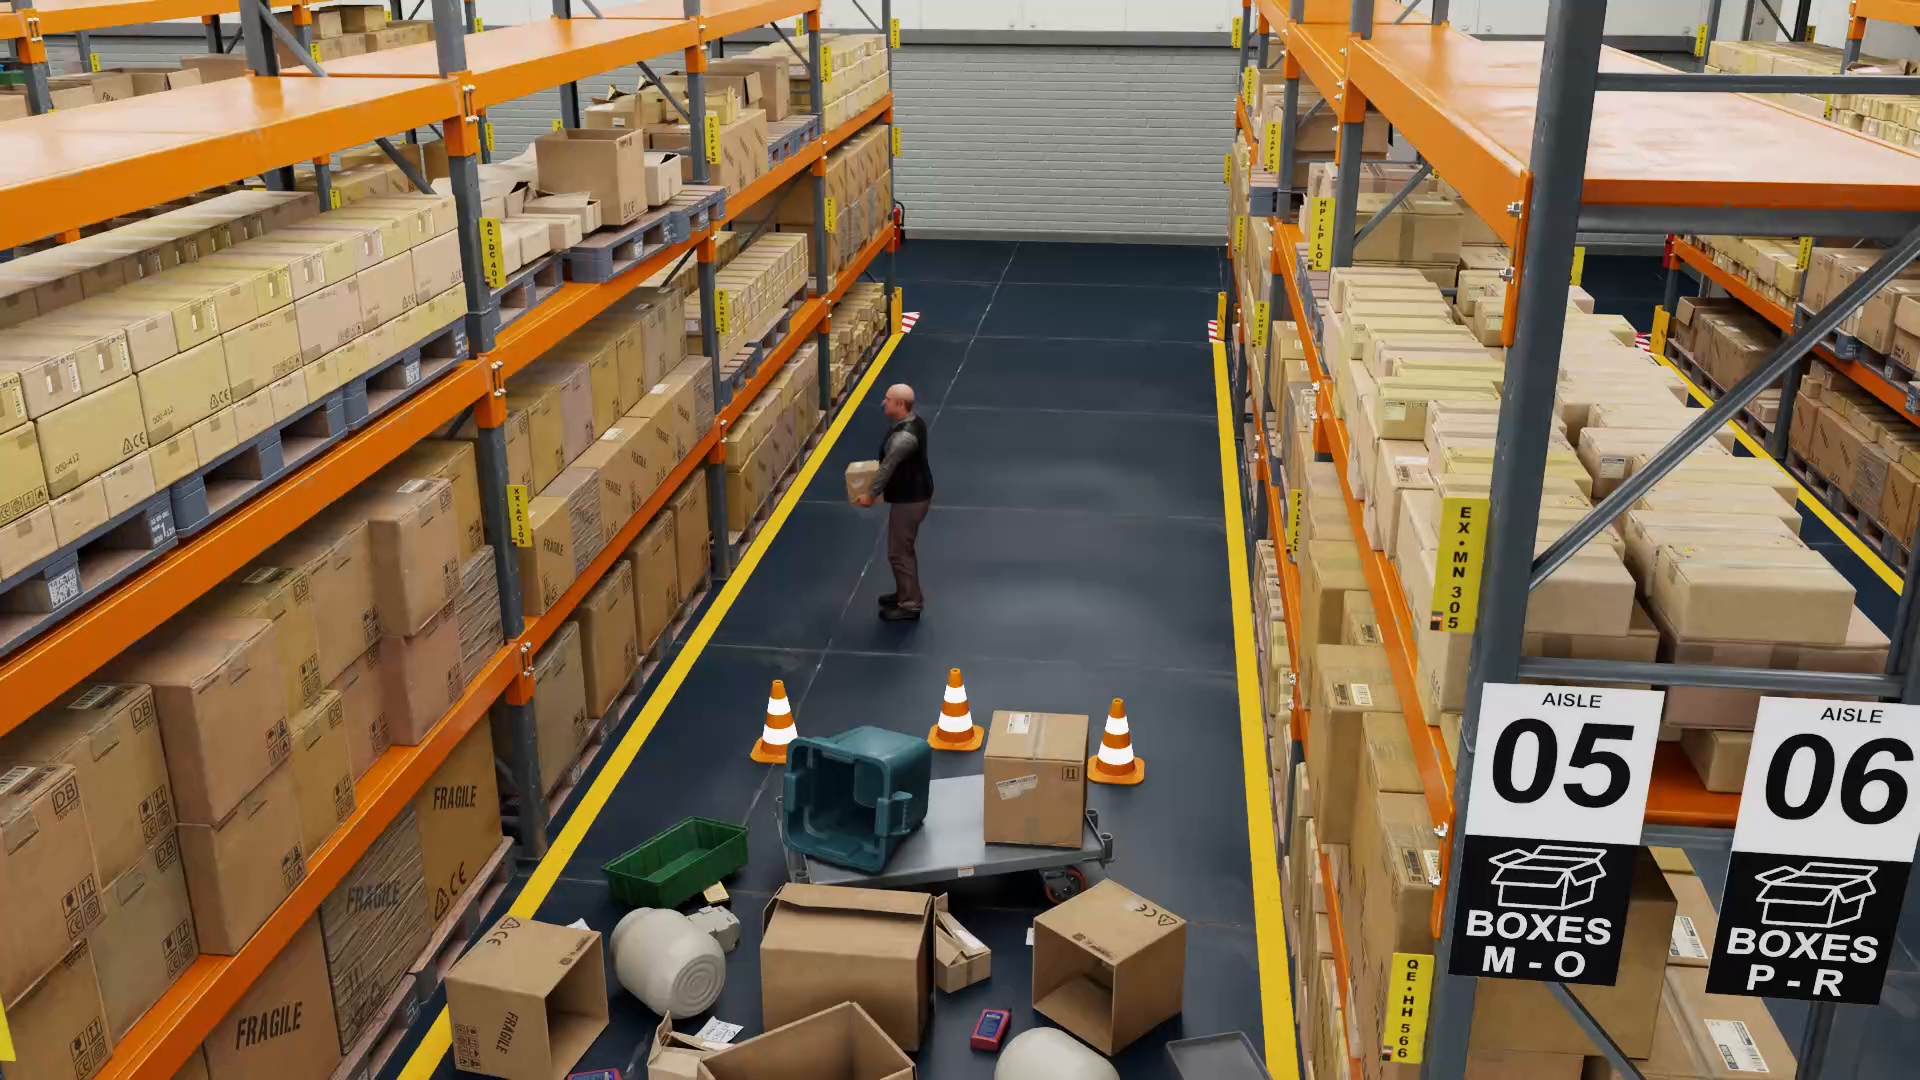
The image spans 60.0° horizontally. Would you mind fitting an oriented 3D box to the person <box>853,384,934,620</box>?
[{"bbox_3d":[-0.470,-0.280,11.856,0.558,1.720,0.494,2,21,5],"label":"person"}]
